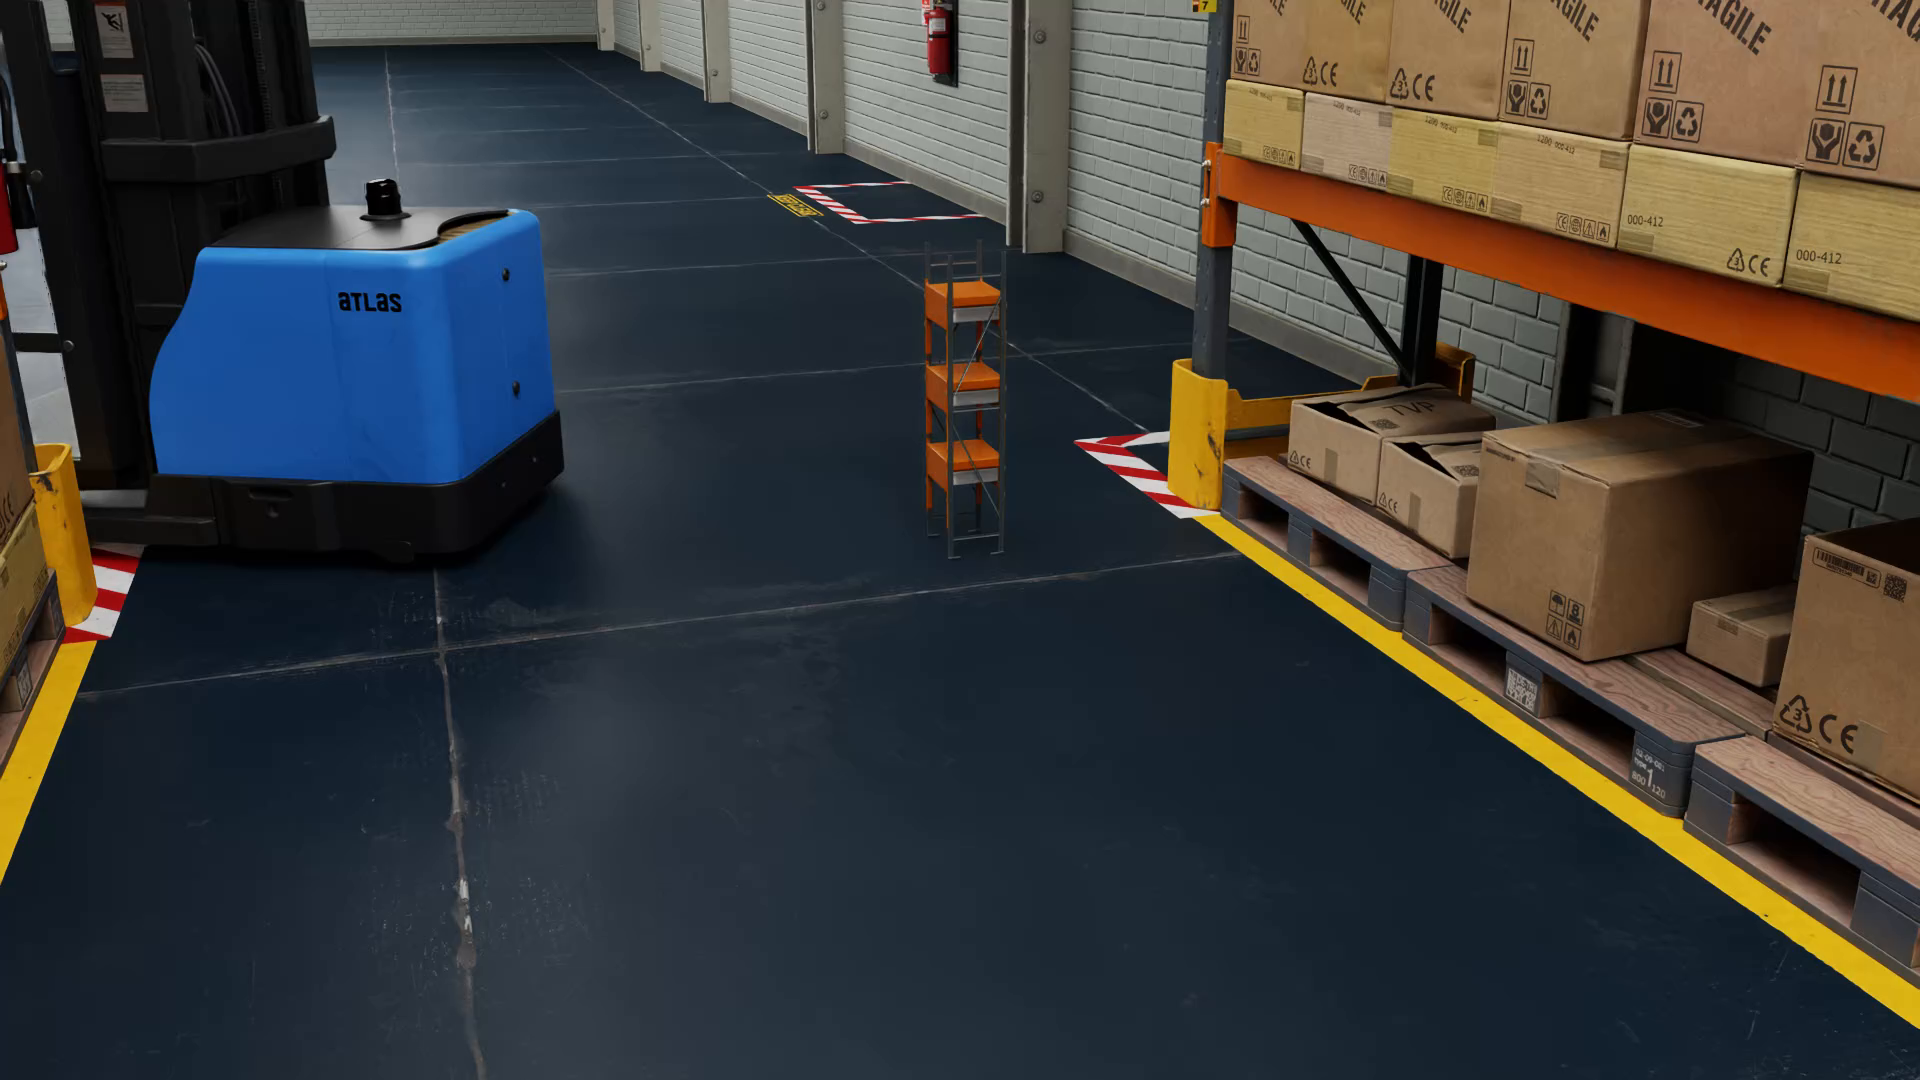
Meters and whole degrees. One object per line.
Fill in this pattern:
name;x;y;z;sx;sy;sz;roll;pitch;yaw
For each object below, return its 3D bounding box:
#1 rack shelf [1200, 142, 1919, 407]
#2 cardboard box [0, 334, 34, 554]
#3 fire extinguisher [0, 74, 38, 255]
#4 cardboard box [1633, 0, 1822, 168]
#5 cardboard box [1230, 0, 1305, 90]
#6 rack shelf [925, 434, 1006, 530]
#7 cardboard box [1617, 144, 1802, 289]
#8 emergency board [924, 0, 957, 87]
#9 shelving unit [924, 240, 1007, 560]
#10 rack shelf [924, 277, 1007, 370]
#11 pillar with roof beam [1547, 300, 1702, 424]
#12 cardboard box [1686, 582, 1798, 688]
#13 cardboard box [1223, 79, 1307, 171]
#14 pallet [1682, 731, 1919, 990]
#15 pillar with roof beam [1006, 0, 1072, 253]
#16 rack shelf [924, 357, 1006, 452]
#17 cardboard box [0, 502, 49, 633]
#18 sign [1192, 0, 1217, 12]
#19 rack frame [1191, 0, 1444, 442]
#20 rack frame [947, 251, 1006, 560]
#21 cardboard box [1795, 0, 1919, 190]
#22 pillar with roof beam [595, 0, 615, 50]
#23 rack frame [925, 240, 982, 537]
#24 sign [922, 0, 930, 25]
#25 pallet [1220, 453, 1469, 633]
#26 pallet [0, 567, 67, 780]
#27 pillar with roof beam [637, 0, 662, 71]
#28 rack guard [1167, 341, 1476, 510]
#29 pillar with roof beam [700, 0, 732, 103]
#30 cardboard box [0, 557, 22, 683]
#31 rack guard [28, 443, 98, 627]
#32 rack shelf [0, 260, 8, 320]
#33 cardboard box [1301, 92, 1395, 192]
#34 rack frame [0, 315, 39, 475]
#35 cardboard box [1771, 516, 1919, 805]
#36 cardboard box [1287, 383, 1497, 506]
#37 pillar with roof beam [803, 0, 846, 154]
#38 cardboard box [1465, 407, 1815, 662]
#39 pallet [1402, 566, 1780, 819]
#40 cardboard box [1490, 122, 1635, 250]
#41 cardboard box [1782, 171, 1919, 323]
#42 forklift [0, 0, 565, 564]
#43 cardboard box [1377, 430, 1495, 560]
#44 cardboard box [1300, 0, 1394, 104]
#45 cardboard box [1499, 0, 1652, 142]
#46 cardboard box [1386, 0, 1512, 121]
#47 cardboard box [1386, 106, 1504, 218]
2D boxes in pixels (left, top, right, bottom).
rack shelf;2.004;-0.678;4.430;1.077;0.370;4.000;-6;21;-17
cardboard box;-2.875;-0.246;4.502;0.500;0.500;0.500;-6;21;-17
fire extinguisher;-2.922;-1.181;4.882;0.296;0.674;0.183;-6;21;-17
cardboard box;1.881;-1.107;3.645;0.500;0.500;0.500;-7;21;-19
cardboard box;1.241;-1.765;5.475;0.500;0.500;0.500;-6;21;-17
rack shelf;0.017;-0.205;5.789;0.215;0.259;0.240;-6;21;-17
cardboard box;1.875;-0.753;3.769;0.500;0.250;0.500;-7;21;-18
emergency board;-0.209;-4.248;13.305;0.194;1.169;0.643;-6;21;-17
shelving unit;0.017;-0.477;5.691;0.215;1.050;0.252;-6;21;-17
rack shelf;0.017;-0.734;5.599;0.215;0.259;0.240;-6;21;-17
pillar with roof beam;-1.670;-3.891;3.438;9.100;9.000;0.400;-6;21;-17
cardboard box;2.149;0.245;4.364;0.380;0.149;0.250;-8;21;-22
cardboard box;1.228;-1.406;5.587;0.500;0.250;0.500;-7;21;-19
pallet;2.388;0.726;3.582;1.003;0.211;1.213;-6;21;-17
pillar with roof beam;-3.556;-5.817;8.798;9.100;9.000;0.400;-6;21;-17
rack shelf;0.017;-0.467;5.695;0.215;0.259;0.240;-6;21;-17
cardboard box;-2.877;0.107;4.628;0.500;0.250;0.500;-6;21;-17
sign;0.861;-2.008;5.788;0.100;0.325;0.005;-6;21;-17
rack frame;1.376;-1.658;6.095;1.000;3.000;0.127;-6;21;-17
rack frame;0.055;-0.438;5.582;0.200;1.050;0.008;-6;21;-17
cardboard box;2.029;-0.944;3.192;0.500;0.500;0.500;-7;21;-18
pillar with roof beam;-11.099;-13.518;30.241;9.100;9.000;0.400;-6;21;-17
rack frame;-0.022;-0.516;5.800;0.200;1.050;0.008;-6;21;-17
sign;-0.285;-4.453;13.824;0.001;0.329;0.234;-6;21;-17
pallet;1.622;-0.057;5.762;1.003;0.211;1.213;-6;21;-17
pallet;-3.045;0.423;4.427;1.003;0.211;1.213;-6;21;-17
pillar with roof beam;-9.213;-11.593;24.880;9.100;9.000;0.400;-6;21;-17
rack guard;1.400;-0.457;6.450;1.175;0.500;0.348;-6;21;-17
pillar with roof beam;-7.327;-9.667;19.520;9.100;9.000;0.400;-6;21;-17
cardboard box;-2.708;0.266;4.185;0.500;0.250;0.500;-6;21;-17
rack guard;-3.333;0.038;5.070;1.175;0.500;0.348;-6;21;-17
rack shelf;-2.697;-0.150;2.961;1.077;0.370;4.000;-6;21;-17
cardboard box;1.405;-1.241;5.127;0.500;0.250;0.500;-7;21;-19
rack frame;-3.326;-1.130;4.626;1.000;3.000;0.127;-6;21;-17
cardboard box;2.269;0.266;3.785;0.500;0.500;0.500;-8;21;-21
cardboard box;1.508;-0.368;5.830;0.500;0.311;0.500;-9;22;-23
pillar with roof beam;-5.441;-7.742;14.159;9.100;9.000;0.400;-6;21;-17
cardboard box;1.870;-0.033;4.619;0.700;0.500;0.500;-8;21;-21
pallet;2.001;0.334;4.674;1.003;0.211;1.213;-6;21;-17
cardboard box;1.716;-0.915;4.218;0.500;0.250;0.500;-6;21;-17
cardboard box;2.048;-0.594;3.324;0.500;0.250;0.500;-6;21;-17
forklift;-3.093;-1.500;5.757;3.031;2.935;1.130;2;20;7
cardboard box;1.687;-0.185;5.321;0.500;0.311;0.500;-5;20;-13
cardboard box;1.386;-1.605;5.030;0.500;0.500;0.500;-6;21;-17
cardboard box;1.716;-1.274;4.109;0.500;0.500;0.500;-6;21;-16
cardboard box;1.543;-1.438;4.567;0.500;0.500;0.500;-7;21;-19
cardboard box;1.559;-1.077;4.670;0.500;0.250;0.500;-7;21;-18
